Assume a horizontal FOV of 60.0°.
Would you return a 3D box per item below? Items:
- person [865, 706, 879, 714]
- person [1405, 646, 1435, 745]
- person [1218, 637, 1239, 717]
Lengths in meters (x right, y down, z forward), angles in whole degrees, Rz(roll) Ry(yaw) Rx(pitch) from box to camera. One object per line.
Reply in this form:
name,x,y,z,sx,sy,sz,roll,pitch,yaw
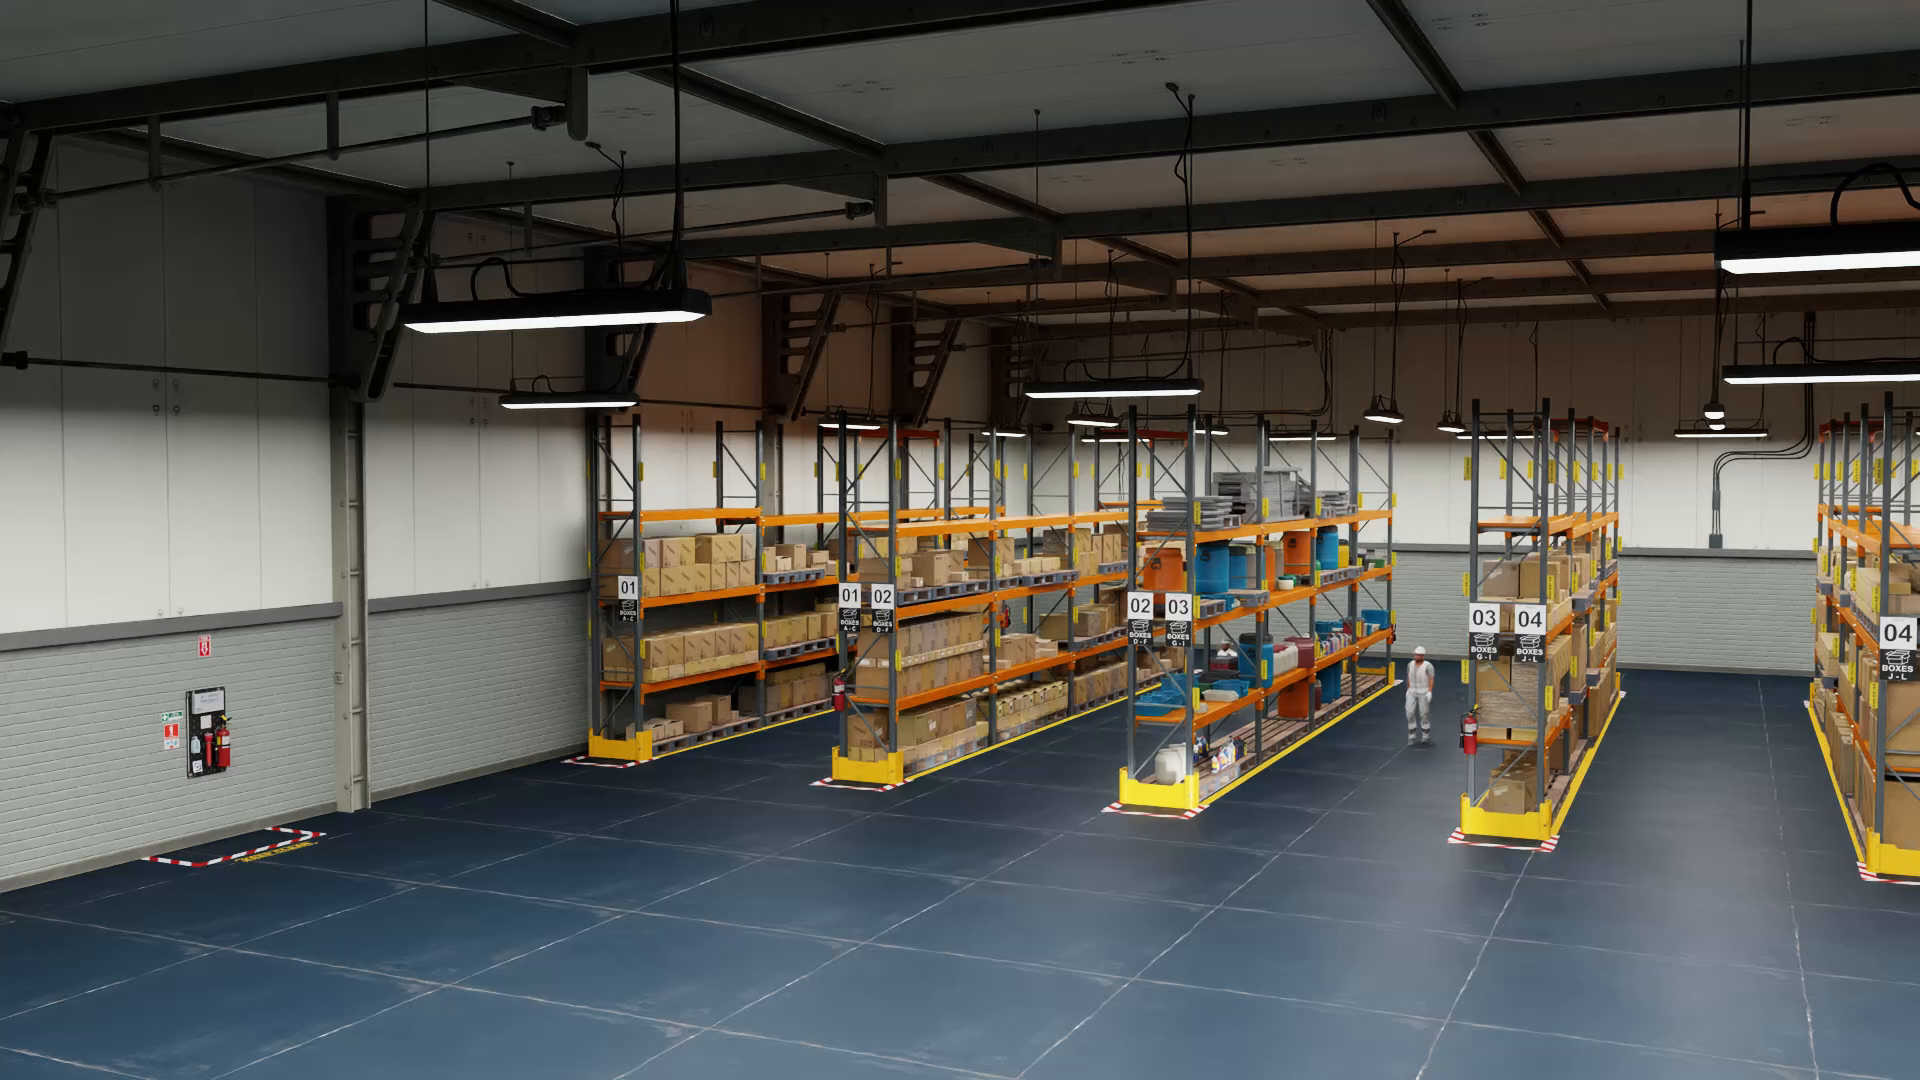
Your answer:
person,-1.686,2.895,31.672,0.452,1.586,0.442,2,3,33
person,8.438,2.873,30.526,0.618,1.858,0.507,2,3,44
person,5.352,2.781,33.593,0.462,1.633,0.956,2,3,38
